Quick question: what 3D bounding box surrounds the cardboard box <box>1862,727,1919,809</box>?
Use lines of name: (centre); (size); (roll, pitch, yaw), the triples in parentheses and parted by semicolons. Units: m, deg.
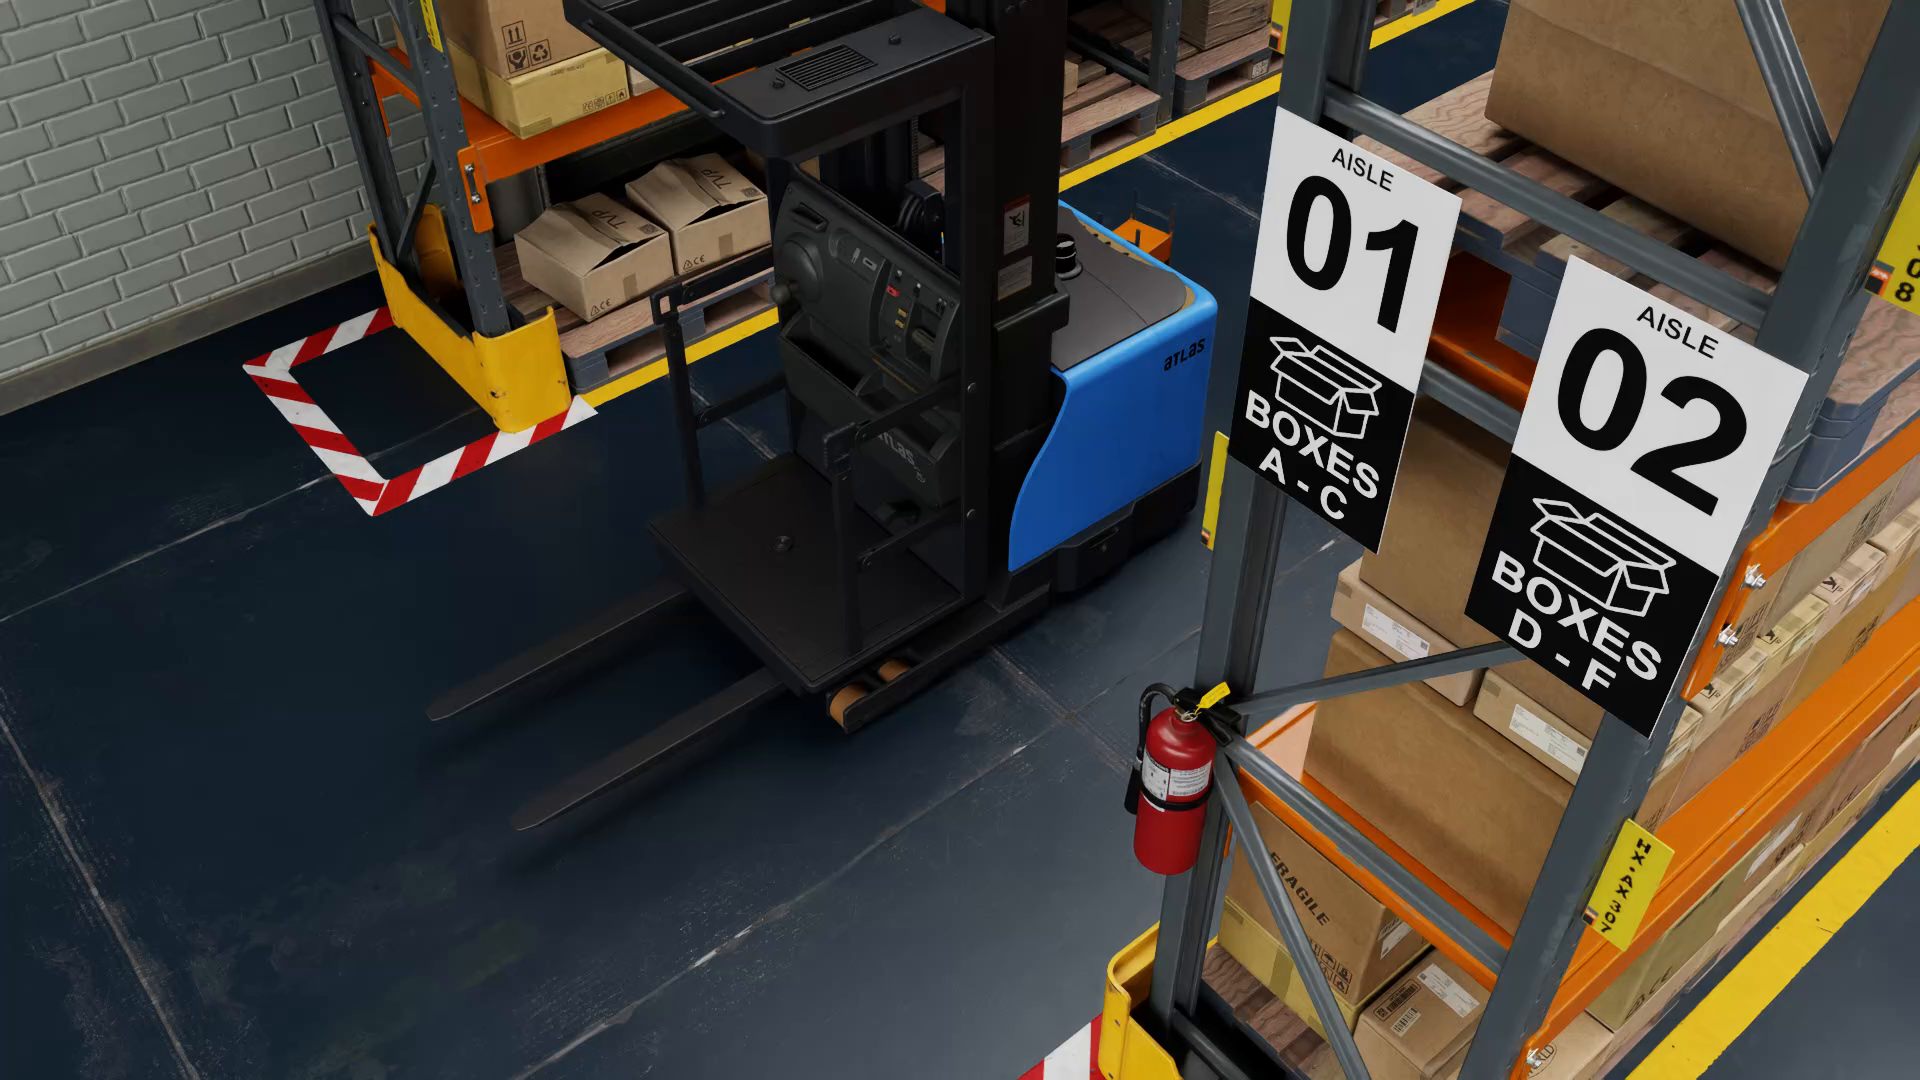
cardboard box: (3.006, 0.563, 5.661); (0.500, 0.250, 0.500); (-30, 51, -28)

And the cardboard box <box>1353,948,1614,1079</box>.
cardboard box: (1.471, 1.441, 4.726); (0.500, 0.250, 0.500); (-30, 51, -28)

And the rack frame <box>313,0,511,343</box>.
rack frame: (-2.264, -1.889, 6.570); (0.127, 3.000, 1.000); (-30, 51, -28)

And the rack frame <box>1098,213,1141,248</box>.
rack frame: (0.628, -0.871, 6.911); (0.200, 1.050, 0.008); (29, 51, 28)

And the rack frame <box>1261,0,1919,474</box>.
rack frame: (0.917, -1.476, 1.748); (0.127, 3.000, 1.000); (-30, 51, -28)

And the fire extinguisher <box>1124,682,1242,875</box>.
fire extinguisher: (0.528, 0.547, 4.033); (0.183, 0.674, 0.296); (-30, 51, -28)

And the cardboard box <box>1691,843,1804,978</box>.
cardboard box: (2.236, 1.000, 5.195); (0.500, 0.250, 0.500); (-30, 51, -28)

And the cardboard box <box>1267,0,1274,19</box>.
cardboard box: (1.722, -3.480, 9.769); (0.500, 0.500, 0.700); (-31, 51, -29)

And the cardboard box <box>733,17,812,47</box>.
cardboard box: (-0.902, -2.345, 7.151); (0.500, 0.250, 0.500); (-31, 51, -28)

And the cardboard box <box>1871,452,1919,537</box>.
cardboard box: (2.110, -0.476, 4.045); (0.500, 0.500, 0.700); (-30, 51, -28)

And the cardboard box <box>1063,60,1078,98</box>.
cardboard box: (0.413, -2.523, 8.993); (0.380, 0.166, 0.250); (32, 52, 30)

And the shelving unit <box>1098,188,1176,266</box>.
shelving unit: (0.705, -0.936, 6.980); (0.215, 1.050, 0.252); (29, 51, 28)

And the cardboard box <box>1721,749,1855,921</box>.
cardboard box: (2.229, 0.721, 4.945); (0.500, 0.500, 0.500); (-30, 51, -28)

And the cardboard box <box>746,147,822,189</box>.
cardboard box: (-0.644, -1.941, 8.130); (0.500, 0.500, 0.700); (-33, 52, -30)

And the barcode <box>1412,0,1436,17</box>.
barcode: (0.839, -0.980, 2.987); (0.075, 0.075, 0.001); (-30, 51, -28)

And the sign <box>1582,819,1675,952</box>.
sign: (1.268, 0.661, 3.165); (0.005, 0.325, 0.100); (-30, 51, -28)

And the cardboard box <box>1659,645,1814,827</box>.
cardboard box: (1.683, 0.243, 4.227); (0.500, 0.500, 0.700); (-28, 50, -27)

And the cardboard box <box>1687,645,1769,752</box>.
cardboard box: (1.557, 0.261, 3.734); (0.250, 0.149, 0.380); (-31, 51, -29)

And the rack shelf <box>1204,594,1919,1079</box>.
rack shelf: (2.451, 0.095, 4.984); (4.000, 0.370, 1.077); (-30, 51, -28)

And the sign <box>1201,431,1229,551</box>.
sign: (0.579, -0.089, 3.634); (0.005, 0.325, 0.100); (-30, 51, -28)

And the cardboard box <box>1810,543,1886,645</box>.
cardboard box: (1.944, 0.043, 3.966); (0.250, 0.149, 0.380); (-31, 51, -28)

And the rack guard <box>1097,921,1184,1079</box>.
rack guard: (0.899, 1.633, 4.647); (0.348, 0.500, 1.175); (-30, 51, -28)

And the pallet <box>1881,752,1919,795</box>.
pallet: (3.348, 0.298, 6.279); (1.213, 0.211, 1.003); (-30, 51, -28)

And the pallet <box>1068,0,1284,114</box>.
pallet: (1.400, -2.972, 9.760); (1.213, 0.211, 1.003); (-30, 51, -28)

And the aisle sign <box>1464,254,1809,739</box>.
aisle sign: (1.063, -0.047, 2.710); (0.004, 0.787, 0.394); (-30, 51, -28)

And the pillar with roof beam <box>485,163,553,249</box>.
pillar with roof beam: (0.480, -2.577, 2.920); (0.400, 9.000, 9.100); (-30, 51, -28)

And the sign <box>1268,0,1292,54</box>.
sign: (0.579, -0.967, 2.809); (0.005, 0.325, 0.100); (-30, 51, -28)

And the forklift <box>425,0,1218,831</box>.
forklift: (-0.486, -0.794, 5.454); (3.031, 2.935, 1.130); (-30, 51, -28)

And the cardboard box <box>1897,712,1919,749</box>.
cardboard box: (2.998, 0.283, 5.411); (0.500, 0.500, 0.500); (-30, 51, -28)

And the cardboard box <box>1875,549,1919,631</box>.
cardboard box: (2.469, -0.205, 4.705); (0.500, 0.500, 0.700); (-28, 50, -27)

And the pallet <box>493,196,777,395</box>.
pallet: (-1.560, -1.244, 7.920); (1.213, 0.211, 1.003); (-30, 51, -28)

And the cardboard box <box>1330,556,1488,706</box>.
cardboard box: (1.088, 0.170, 3.831); (0.250, 0.149, 0.380); (-31, 51, -28)

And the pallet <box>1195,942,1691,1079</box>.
pallet: (1.477, 1.369, 5.138); (1.213, 0.211, 1.003); (-30, 51, -28)

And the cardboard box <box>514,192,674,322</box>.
cardboard box: (-1.676, -1.326, 7.613); (0.500, 0.311, 0.500); (33, 52, 30)

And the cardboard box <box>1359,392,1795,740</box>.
cardboard box: (1.324, -0.020, 3.560); (0.500, 0.500, 0.700); (-30, 51, -28)

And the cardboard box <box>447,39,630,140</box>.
cardboard box: (-1.686, -1.889, 6.665); (0.500, 0.250, 0.500); (-31, 51, -29)
